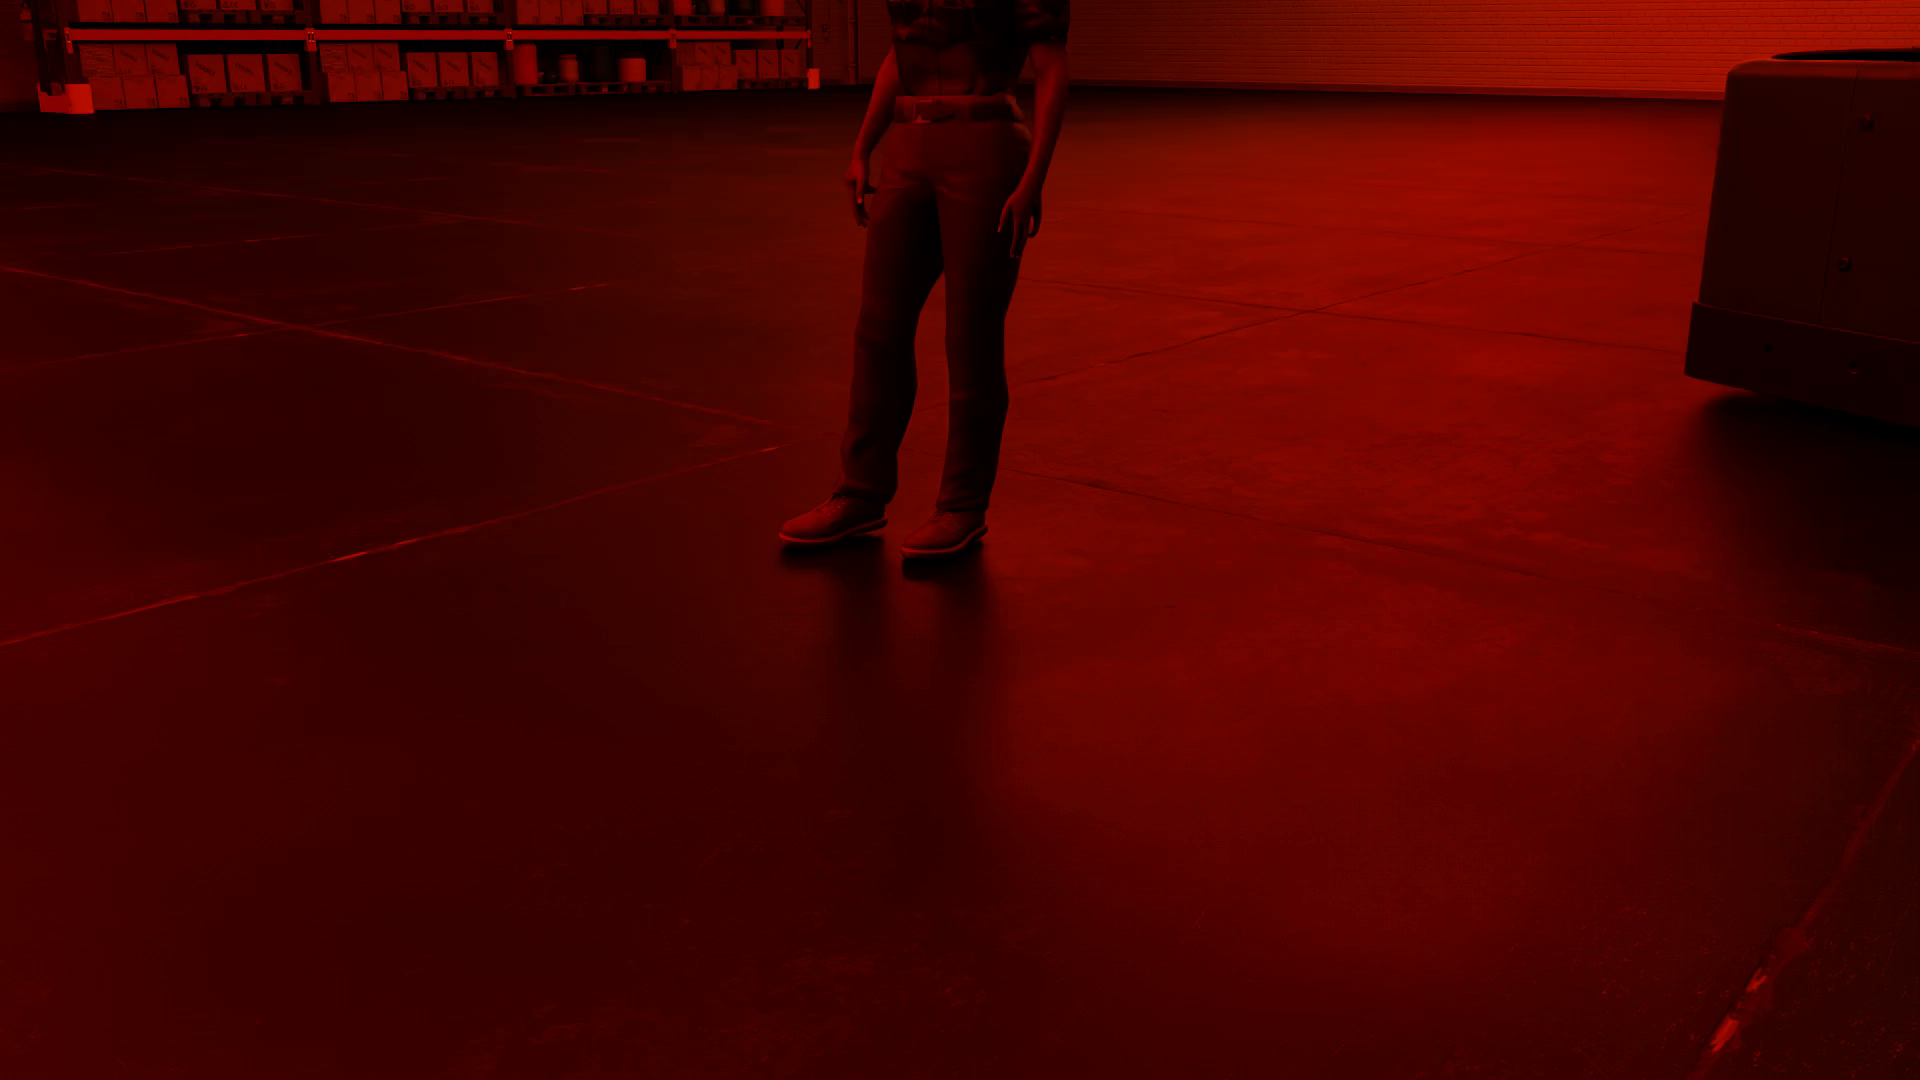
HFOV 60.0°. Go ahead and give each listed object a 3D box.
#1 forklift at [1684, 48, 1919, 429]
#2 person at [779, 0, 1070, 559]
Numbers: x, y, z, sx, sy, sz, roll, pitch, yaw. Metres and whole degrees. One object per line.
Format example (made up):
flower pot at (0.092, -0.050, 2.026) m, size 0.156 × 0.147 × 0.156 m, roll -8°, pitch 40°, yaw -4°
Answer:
forklift at (3.956, -1.932, 5.260) m, size 3.031 × 2.935 × 1.130 m, roll -7°, pitch 18°, yaw -23°
person at (-0.071, -0.782, 3.646) m, size 0.570 × 1.656 × 0.503 m, roll 13°, pitch 21°, yaw 37°
